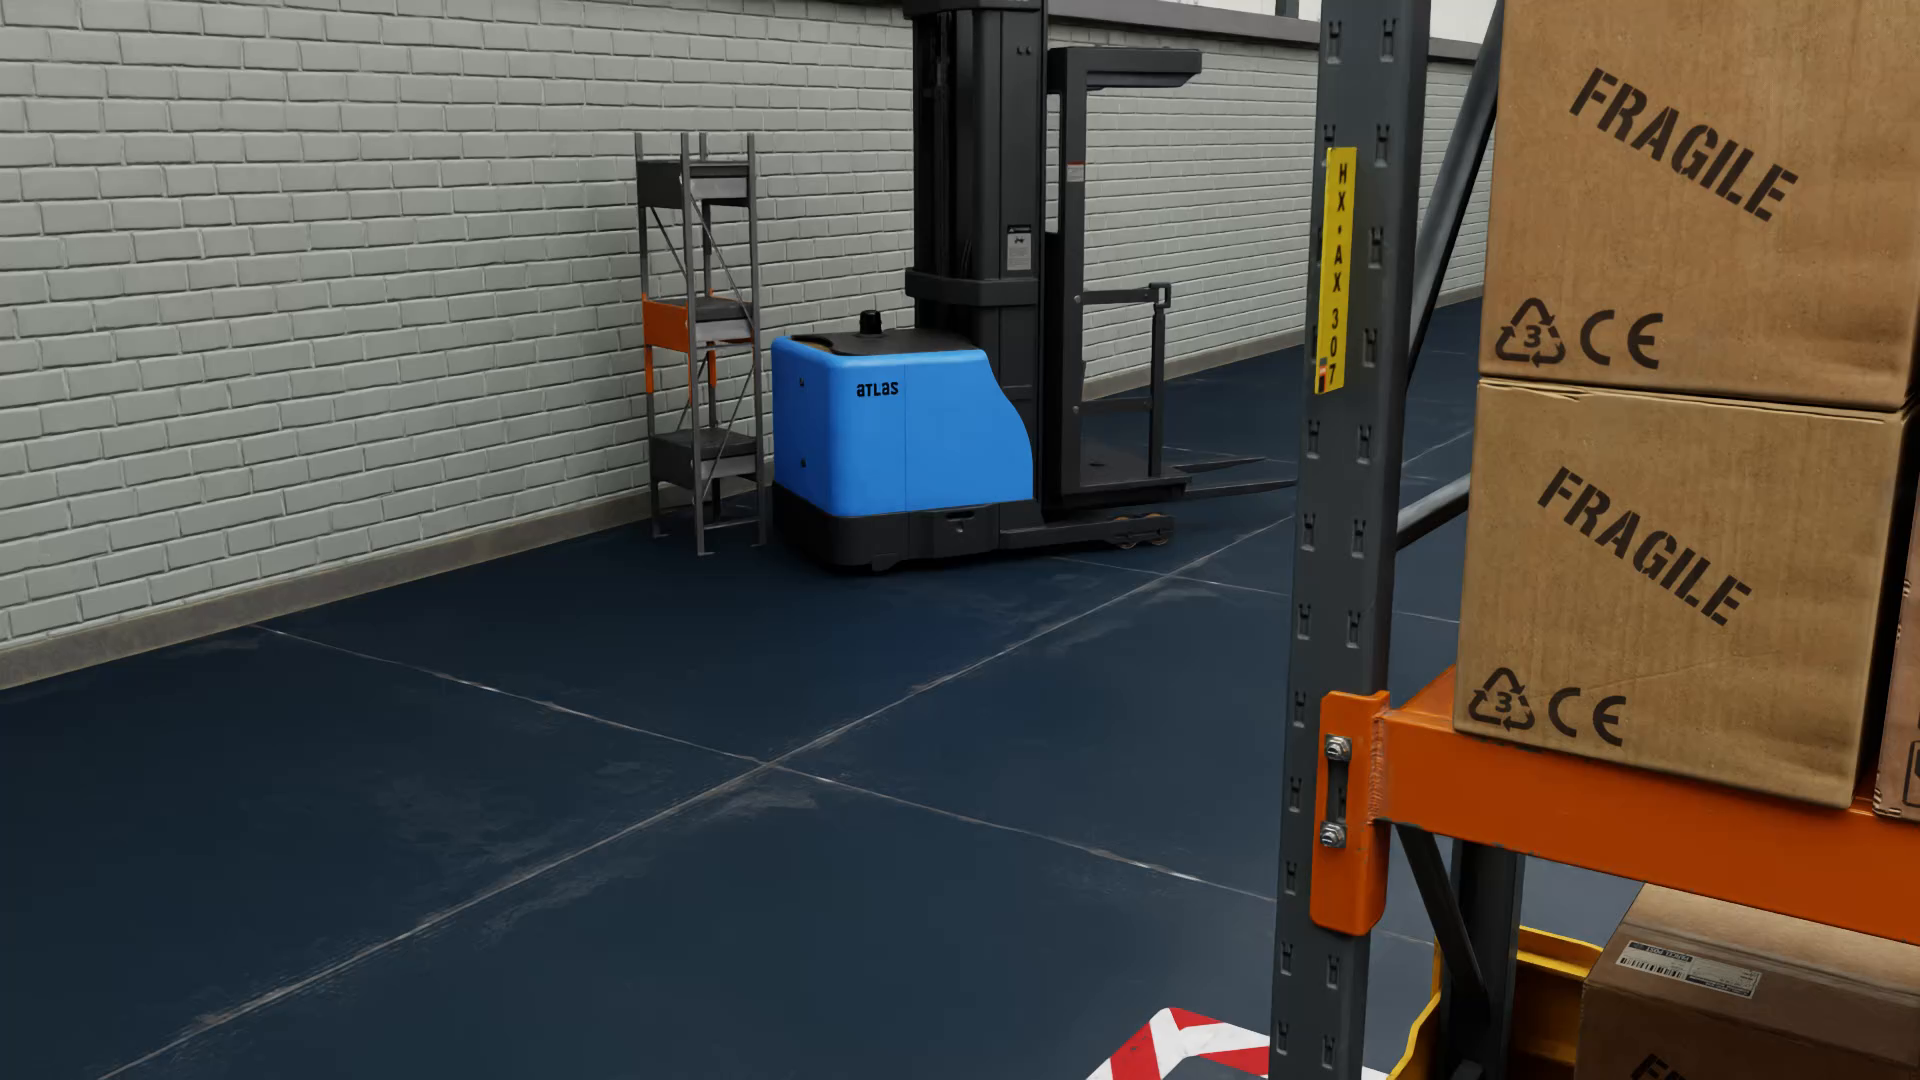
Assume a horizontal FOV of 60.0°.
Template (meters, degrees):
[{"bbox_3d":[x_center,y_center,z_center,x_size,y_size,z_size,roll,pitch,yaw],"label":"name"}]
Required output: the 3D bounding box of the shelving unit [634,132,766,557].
[{"bbox_3d":[-1.327,-1.011,8.539,0.431,2.100,0.503,-10,17,-36],"label":"shelving unit"}]

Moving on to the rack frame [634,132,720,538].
[{"bbox_3d":[-1.475,-1.058,8.728,0.400,2.100,0.015,-10,17,-36],"label":"rack frame"}]

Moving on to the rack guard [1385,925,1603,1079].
[{"bbox_3d":[0.875,1.172,3.050,0.348,0.500,1.175,9,17,33],"label":"rack guard"}]

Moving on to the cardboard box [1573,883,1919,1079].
[{"bbox_3d":[1.401,0.972,2.942,0.500,0.500,0.500,9,17,33],"label":"cardboard box"}]

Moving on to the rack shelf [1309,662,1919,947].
[{"bbox_3d":[2.472,0.565,1.794,4.000,0.370,1.077,9,17,33],"label":"rack shelf"}]

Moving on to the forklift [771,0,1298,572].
[{"bbox_3d":[0.567,-1.485,8.721,3.031,2.935,1.130,-6,15,-24],"label":"forklift"}]

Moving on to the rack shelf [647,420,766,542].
[{"bbox_3d":[-1.327,-0.319,8.711,0.431,0.518,0.480,-10,17,-36],"label":"rack shelf"}]

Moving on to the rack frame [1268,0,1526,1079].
[{"bbox_3d":[0.811,-0.051,2.788,0.053,2.616,0.949,9,17,33],"label":"rack frame"}]

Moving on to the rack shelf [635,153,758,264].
[{"bbox_3d":[-1.327,-1.678,8.374,0.431,0.518,0.480,-10,17,-36],"label":"rack shelf"}]

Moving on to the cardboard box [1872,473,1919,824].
[{"bbox_3d":[1.465,0.080,2.051,0.500,0.500,0.500,9,17,32],"label":"cardboard box"}]

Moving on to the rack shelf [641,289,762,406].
[{"bbox_3d":[-1.327,-0.998,8.543,0.431,0.518,0.480,-10,17,-36],"label":"rack shelf"}]

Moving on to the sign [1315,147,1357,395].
[{"bbox_3d":[0.510,-0.364,2.250,0.005,0.325,0.100,9,17,33],"label":"sign"}]

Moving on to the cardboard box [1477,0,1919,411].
[{"bbox_3d":[1.033,-0.474,2.206,0.500,0.500,0.500,10,17,34],"label":"cardboard box"}]

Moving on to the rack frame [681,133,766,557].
[{"bbox_3d":[-1.179,-0.965,8.351,0.400,2.100,0.015,-10,17,-36],"label":"rack frame"}]

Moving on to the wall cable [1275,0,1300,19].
[{"bbox_3d":[3.576,-7.946,15.500,0.120,5.999,2.277,9,17,33],"label":"wall cable"}]

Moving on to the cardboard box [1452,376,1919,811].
[{"bbox_3d":[1.033,0.012,2.326,0.500,0.500,0.500,10,17,34],"label":"cardboard box"}]
